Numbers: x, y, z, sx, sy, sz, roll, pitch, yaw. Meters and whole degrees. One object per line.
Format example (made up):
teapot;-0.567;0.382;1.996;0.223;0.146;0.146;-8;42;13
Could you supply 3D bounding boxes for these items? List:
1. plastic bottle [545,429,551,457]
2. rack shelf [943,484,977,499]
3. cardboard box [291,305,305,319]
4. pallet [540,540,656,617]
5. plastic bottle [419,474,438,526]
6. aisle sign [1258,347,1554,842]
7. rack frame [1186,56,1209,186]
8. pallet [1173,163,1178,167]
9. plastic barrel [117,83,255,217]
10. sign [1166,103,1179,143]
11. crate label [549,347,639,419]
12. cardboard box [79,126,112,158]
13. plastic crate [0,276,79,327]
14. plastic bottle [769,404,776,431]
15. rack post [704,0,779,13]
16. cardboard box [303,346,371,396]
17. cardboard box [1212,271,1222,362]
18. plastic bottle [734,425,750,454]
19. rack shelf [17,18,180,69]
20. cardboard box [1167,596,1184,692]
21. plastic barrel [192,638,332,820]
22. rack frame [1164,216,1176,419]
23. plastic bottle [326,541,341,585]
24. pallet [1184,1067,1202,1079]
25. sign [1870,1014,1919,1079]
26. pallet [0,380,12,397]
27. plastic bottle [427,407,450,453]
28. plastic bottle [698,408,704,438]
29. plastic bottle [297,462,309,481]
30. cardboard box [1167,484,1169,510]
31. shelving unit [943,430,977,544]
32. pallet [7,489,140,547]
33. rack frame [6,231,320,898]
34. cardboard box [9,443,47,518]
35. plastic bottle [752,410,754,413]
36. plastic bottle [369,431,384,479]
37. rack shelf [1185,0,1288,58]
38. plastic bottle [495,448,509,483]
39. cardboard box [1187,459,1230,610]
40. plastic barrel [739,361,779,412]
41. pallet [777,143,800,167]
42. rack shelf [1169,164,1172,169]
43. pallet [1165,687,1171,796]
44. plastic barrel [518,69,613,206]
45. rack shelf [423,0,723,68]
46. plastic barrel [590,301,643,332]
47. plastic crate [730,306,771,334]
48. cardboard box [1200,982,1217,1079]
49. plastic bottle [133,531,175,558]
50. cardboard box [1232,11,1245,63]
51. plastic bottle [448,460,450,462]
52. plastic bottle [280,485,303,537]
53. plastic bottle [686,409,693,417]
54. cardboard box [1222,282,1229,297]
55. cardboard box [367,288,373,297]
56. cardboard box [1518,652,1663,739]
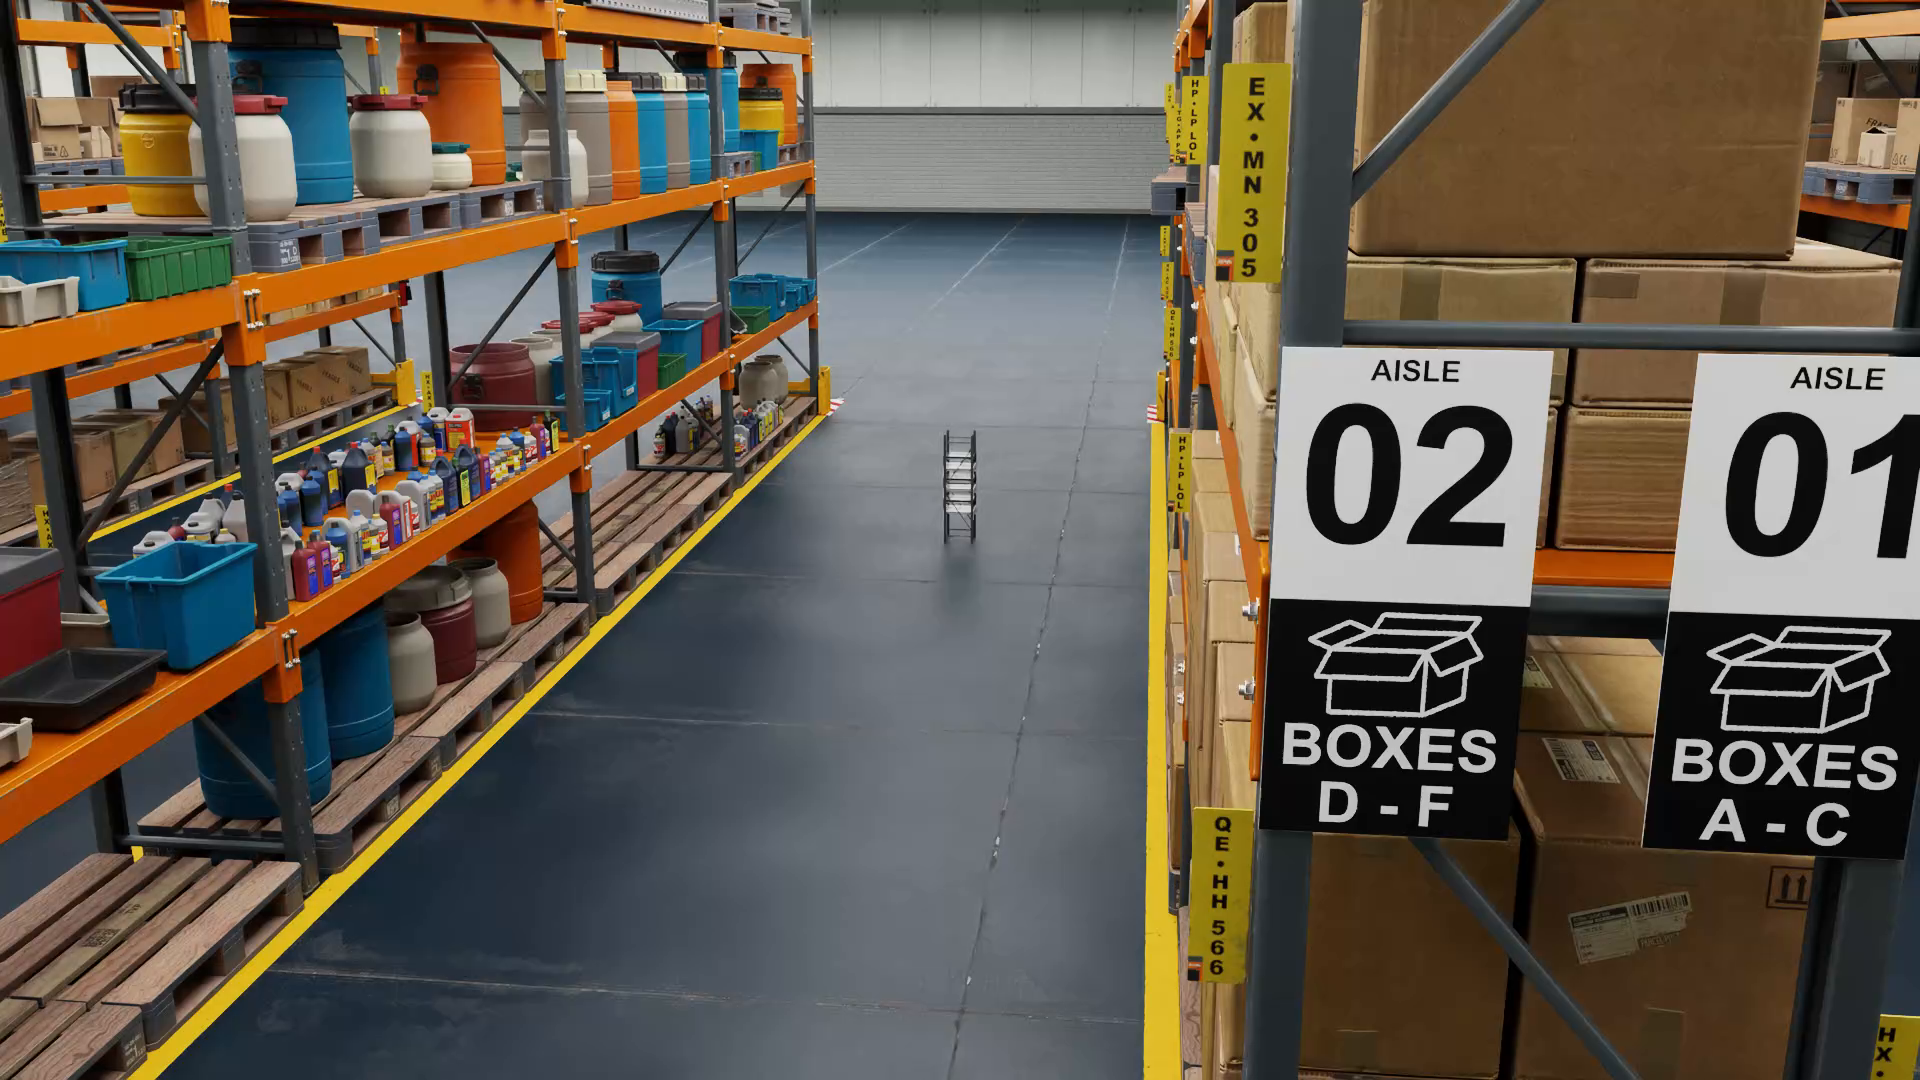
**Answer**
plastic bottle;-2.679;-0.637;10.651;0.097;0.201;0.097;0;15;0
rack shelf;-0.001;-0.400;13.546;0.258;0.077;0.200;2;15;6
cardboard box;-7.016;-2.378;17.191;0.380;0.149;0.250;2;15;6
pallet;-2.900;0.267;12.271;1.003;0.211;1.213;2;15;6
plastic bottle;-2.875;-0.218;8.970;0.097;0.271;0.097;0;15;0
aisle sign;0.681;0.096;2.580;0.394;0.787;0.004;2;15;6
rack frame;1.896;-3.629;9.842;1.000;3.000;0.127;2;15;6
pallet;2.418;-3.397;14.903;1.003;0.211;1.213;2;15;6
plastic barrel;-3.576;-1.826;7.758;0.600;0.588;0.600;0;15;0
sign;1.795;-3.522;14.051;0.100;0.325;0.005;2;15;6
crate label;-2.645;-1.146;12.087;0.502;0.435;0.616;2;15;6
cardboard box;-7.502;-3.402;14.203;0.396;0.266;0.258;2;15;8
plastic crate;-3.242;-0.822;5.713;0.293;0.136;0.466;2;15;6
plastic bottle;-1.966;-1.262;16.958;0.152;0.276;0.135;1;15;5
rack post;-2.310;-5.310;16.206;0.937;0.300;0.954;1;15;5
cardboard box;-7.131;-1.935;19.055;0.500;0.500;0.500;5;16;17
cardboard box;1.025;-0.693;5.018;0.500;0.250;0.500;2;15;6
plastic bottle;-2.093;-0.969;15.874;0.152;0.276;0.135;2;15;8
rack shelf;-7.721;-3.900;12.989;1.077;0.370;4.000;2;15;6
cardboard box;1.445;0.637;9.505;0.500;0.500;0.500;1;15;6
plastic barrel;-3.399;0.828;8.071;0.600;0.901;0.708;2;15;6
rack frame;2.798;-2.808;18.298;1.000;3.000;0.127;2;15;6
plastic bottle;-3.002;0.106;7.903;0.097;0.201;0.097;0;15;0
pallet;1.231;2.146;5.320;1.003;0.211;1.213;2;15;6
sign;1.532;0.940;2.780;0.100;0.325;0.005;2;15;6
pallet;-7.972;-1.121;12.428;1.213;0.211;1.003;2;15;6
plastic bottle;-3.396;-0.717;10.805;0.152;0.276;0.135;2;15;6
plastic bottle;-2.602;-1.166;16.589;0.061;0.283;0.133;2;15;6
plastic bottle;-3.633;-0.279;9.173;0.061;0.283;0.133;2;15;6
cardboard box;1.996;-0.416;13.916;0.500;0.250;0.500;2;15;8
shelving unit;-0.001;-0.432;13.537;0.258;0.900;0.210;2;15;6
pallet;-7.717;-0.197;13.988;1.003;0.211;1.213;2;15;6
rack frame;-3.477;0.158;7.332;1.000;3.000;0.127;2;15;6
cardboard box;-7.784;-0.497;13.699;0.700;0.500;0.500;3;15;11
plastic bottle;-2.092;-1.225;16.964;0.097;0.201;0.097;0;15;0
plastic bottle;-3.534;-0.507;10.015;0.061;0.283;0.133;2;15;6
rack shelf;1.670;-2.570;8.070;1.077;0.370;4.000;2;15;6
plastic bottle;-2.759;-0.451;9.963;0.097;0.201;0.097;0;15;0
cardboard box;1.054;0.022;5.729;0.500;0.500;0.500;1;15;5
plastic barrel;-2.178;-1.653;17.991;0.421;0.512;0.421;0;15;0
pallet;-2.313;-4.100;17.692;1.003;0.211;1.213;2;15;6
rack shelf;2.573;-3.390;16.082;1.077;0.370;4.000;2;15;6
pallet;1.634;1.122;9.110;1.003;0.211;1.213;2;15;6
plastic barrel;-2.717;-2.776;11.475;0.600;0.901;0.600;0;15;0
rack shelf;-2.800;-3.754;12.450;1.077;0.370;4.000;2;15;6
plastic barrel;-2.900;-1.741;14.093;0.433;0.535;0.433;0;15;0
plastic crate;-2.141;-2.158;16.304;0.450;0.188;0.662;2;15;6
cardboard box;0.828;1.035;3.896;0.500;0.500;0.500;2;15;7
plastic bottle;-3.754;0.106;7.761;0.152;0.276;0.135;2;15;6
cardboard box;1.230;-1.421;5.319;0.700;0.500;0.500;2;15;6
plastic bottle;-2.940;-0.366;9.491;0.061;0.283;0.133;2;15;6
plastic bottle;-3.514;-0.153;8.729;0.097;0.271;0.097;0;15;0
plastic bottle;-2.708;-1.166;16.601;0.152;0.276;0.135;2;15;7
cardboard box;0.964;-0.805;4.474;0.500;0.250;0.500;2;15;6
cardboard box;-6.900;-2.834;18.878;0.380;0.149;0.250;2;15;6
cardboard box;1.357;0.568;3.707;0.500;0.500;0.500;2;15;7
